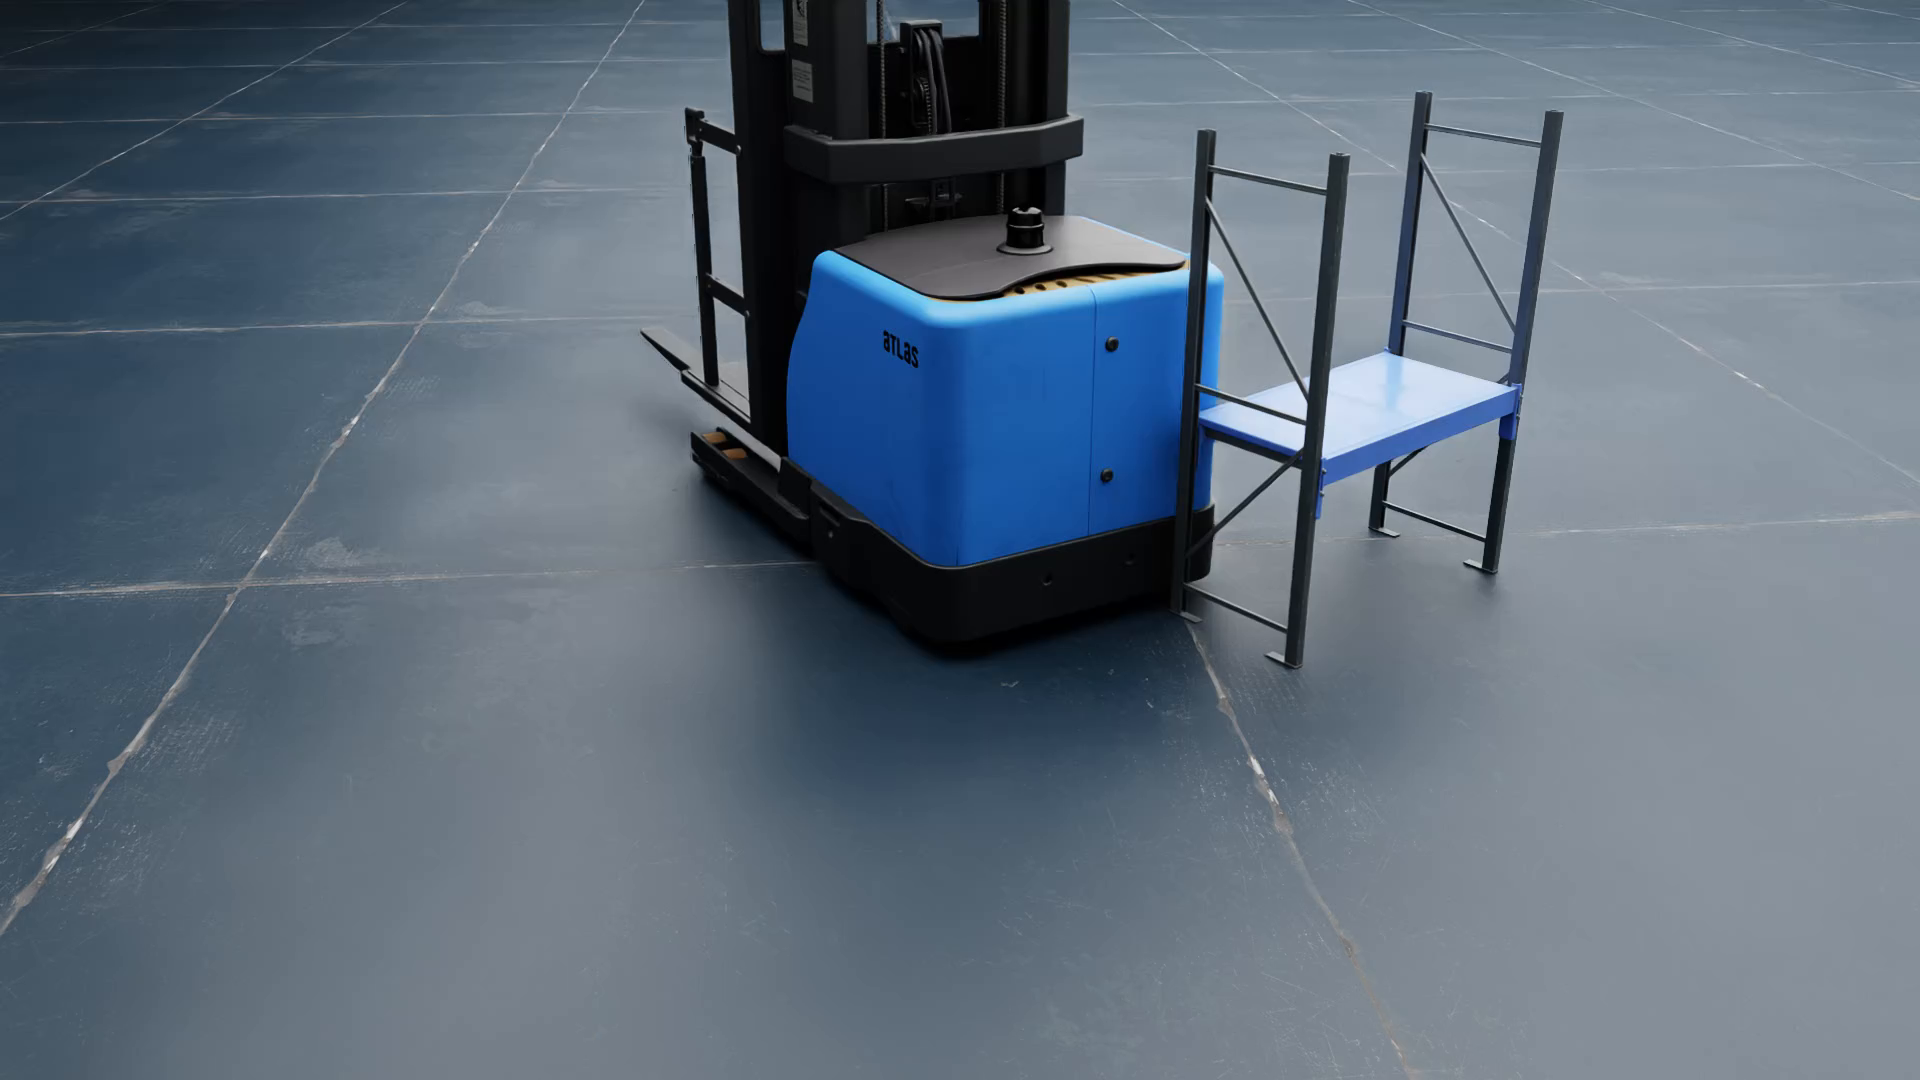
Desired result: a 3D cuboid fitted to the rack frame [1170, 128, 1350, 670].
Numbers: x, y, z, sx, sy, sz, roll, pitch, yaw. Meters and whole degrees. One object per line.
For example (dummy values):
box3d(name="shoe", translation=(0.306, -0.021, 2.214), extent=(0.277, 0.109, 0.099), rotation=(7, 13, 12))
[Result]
box3d(name="rack frame", translation=(0.835, -0.383, 4.766), extent=(0.032, 1.500, 0.500), rotation=(-19, 30, -36))

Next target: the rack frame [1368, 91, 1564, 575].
box3d(name="rack frame", translation=(1.607, -0.652, 5.370), extent=(0.032, 1.500, 0.500), rotation=(-19, 30, -36))

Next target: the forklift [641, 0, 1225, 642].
box3d(name="forklift", translation=(-0.359, -1.595, 5.730), extent=(1.130, 2.935, 3.031), rotation=(-13, 27, -27))

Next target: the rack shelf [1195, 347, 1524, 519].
box3d(name="rack shelf", translation=(1.221, -0.353, 5.141), extent=(1.000, 0.185, 0.538), rotation=(-19, 30, -36))

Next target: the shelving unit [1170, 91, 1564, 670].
box3d(name="shelving unit", translation=(1.221, -0.518, 5.068), extent=(1.048, 1.500, 0.538), rotation=(-19, 30, -36))
